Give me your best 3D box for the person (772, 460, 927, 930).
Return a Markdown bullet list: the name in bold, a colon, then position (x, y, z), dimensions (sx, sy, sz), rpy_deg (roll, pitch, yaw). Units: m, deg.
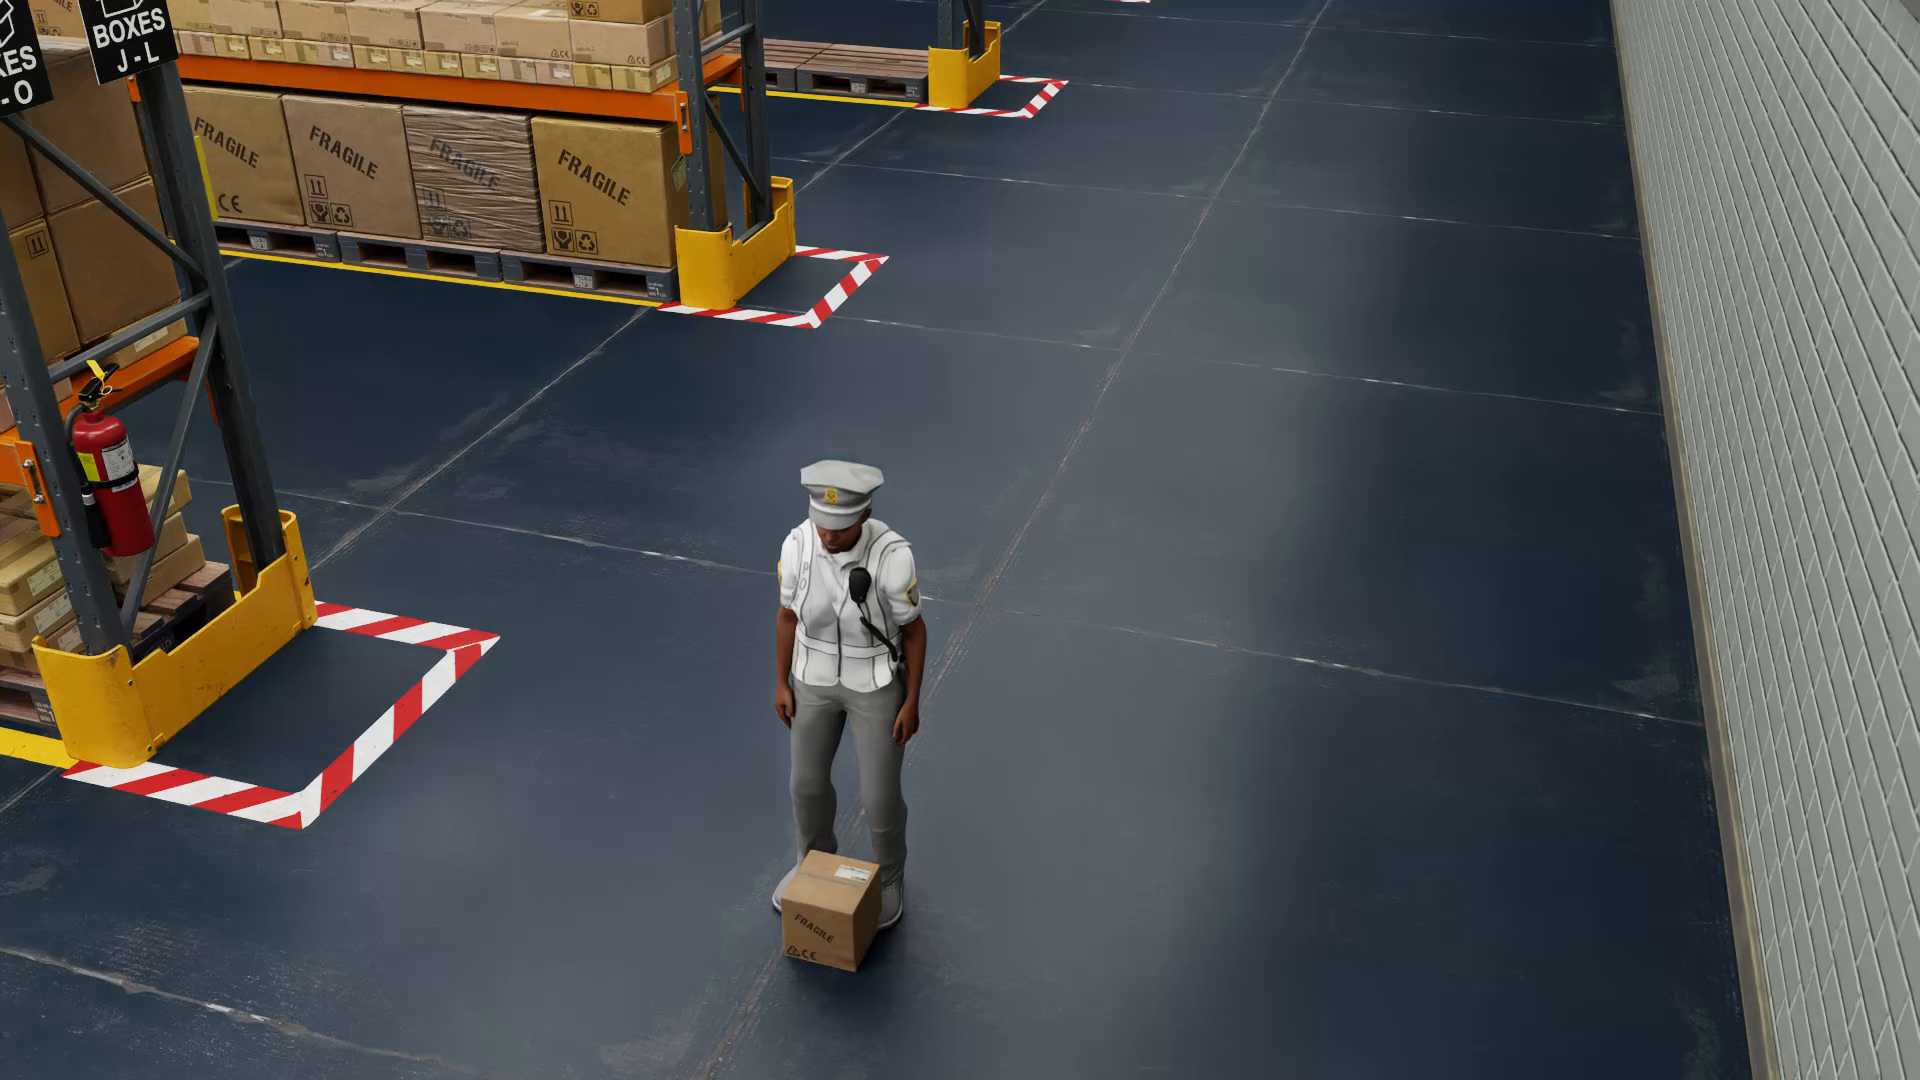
- **person**: position (-0.360, 0.479, 5.278), dimensions (0.509, 1.658, 0.391), rpy_deg (7, 30, 13)
